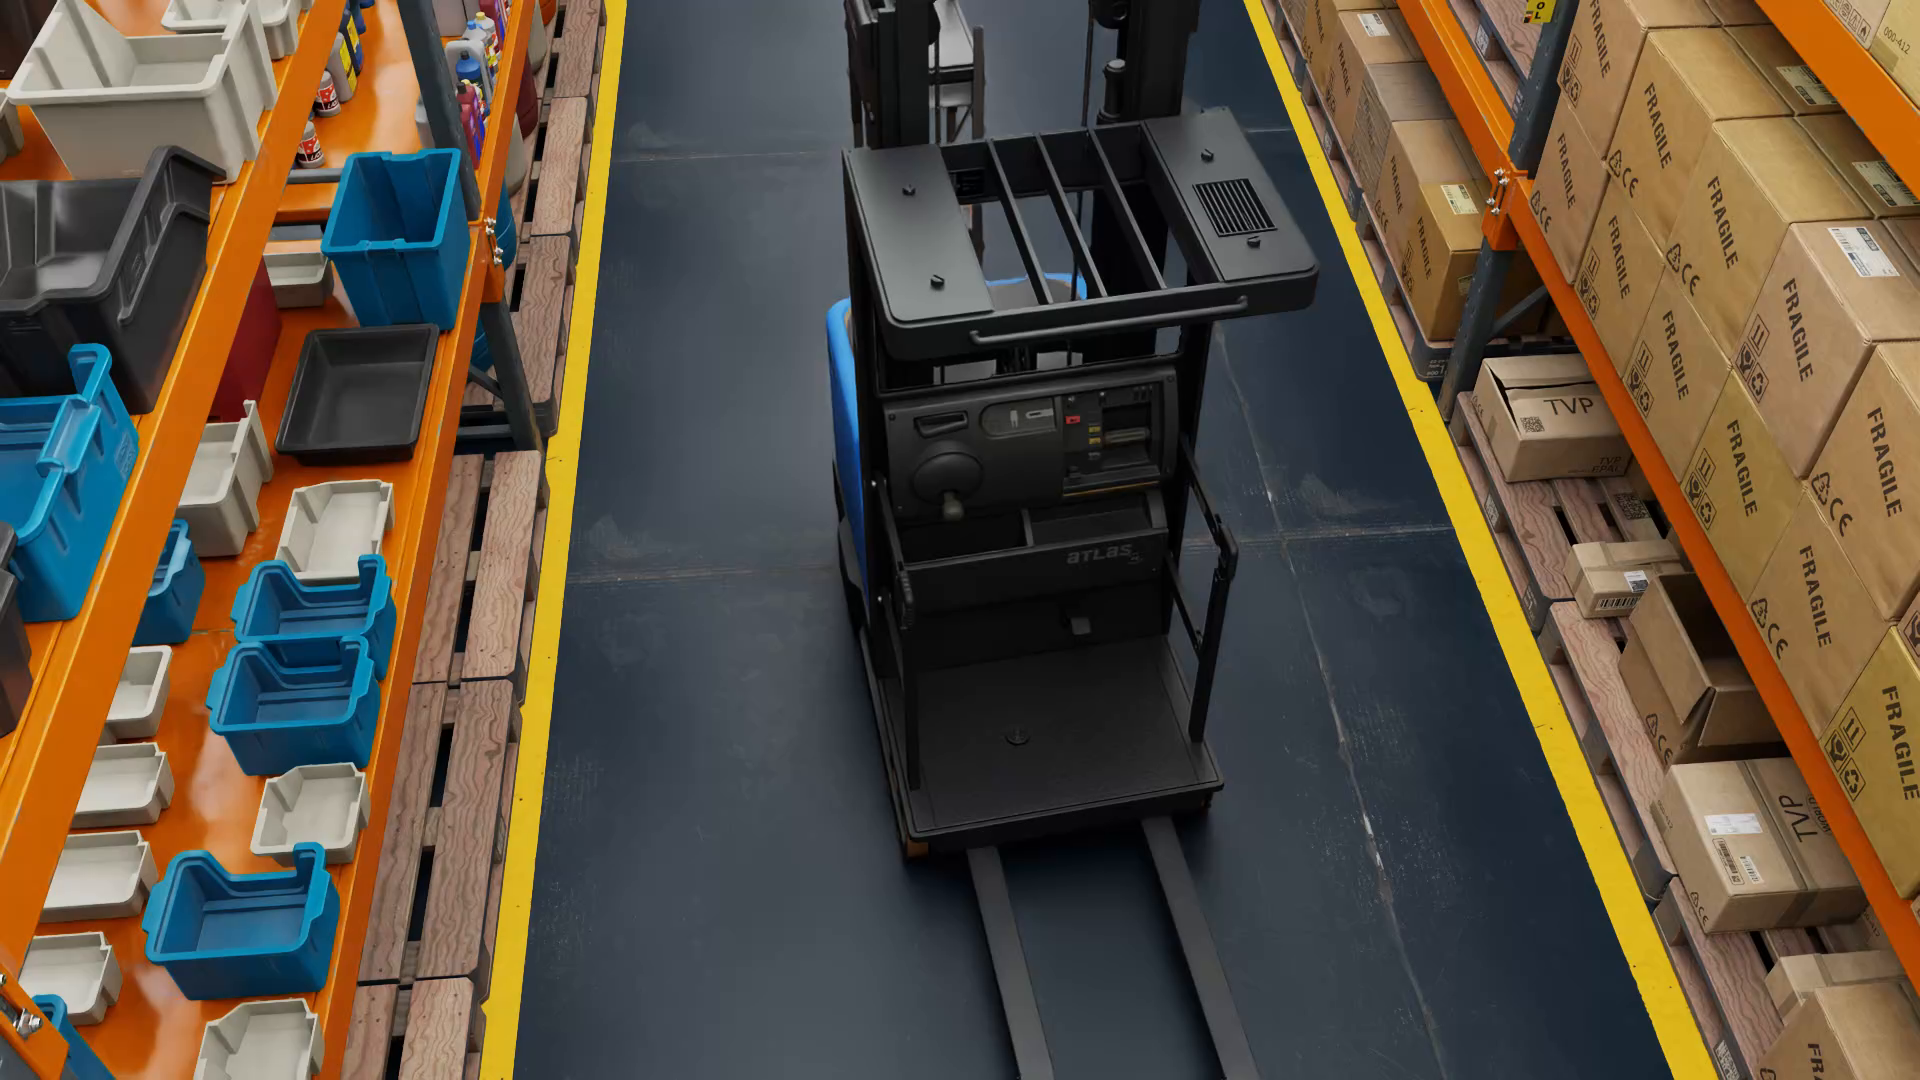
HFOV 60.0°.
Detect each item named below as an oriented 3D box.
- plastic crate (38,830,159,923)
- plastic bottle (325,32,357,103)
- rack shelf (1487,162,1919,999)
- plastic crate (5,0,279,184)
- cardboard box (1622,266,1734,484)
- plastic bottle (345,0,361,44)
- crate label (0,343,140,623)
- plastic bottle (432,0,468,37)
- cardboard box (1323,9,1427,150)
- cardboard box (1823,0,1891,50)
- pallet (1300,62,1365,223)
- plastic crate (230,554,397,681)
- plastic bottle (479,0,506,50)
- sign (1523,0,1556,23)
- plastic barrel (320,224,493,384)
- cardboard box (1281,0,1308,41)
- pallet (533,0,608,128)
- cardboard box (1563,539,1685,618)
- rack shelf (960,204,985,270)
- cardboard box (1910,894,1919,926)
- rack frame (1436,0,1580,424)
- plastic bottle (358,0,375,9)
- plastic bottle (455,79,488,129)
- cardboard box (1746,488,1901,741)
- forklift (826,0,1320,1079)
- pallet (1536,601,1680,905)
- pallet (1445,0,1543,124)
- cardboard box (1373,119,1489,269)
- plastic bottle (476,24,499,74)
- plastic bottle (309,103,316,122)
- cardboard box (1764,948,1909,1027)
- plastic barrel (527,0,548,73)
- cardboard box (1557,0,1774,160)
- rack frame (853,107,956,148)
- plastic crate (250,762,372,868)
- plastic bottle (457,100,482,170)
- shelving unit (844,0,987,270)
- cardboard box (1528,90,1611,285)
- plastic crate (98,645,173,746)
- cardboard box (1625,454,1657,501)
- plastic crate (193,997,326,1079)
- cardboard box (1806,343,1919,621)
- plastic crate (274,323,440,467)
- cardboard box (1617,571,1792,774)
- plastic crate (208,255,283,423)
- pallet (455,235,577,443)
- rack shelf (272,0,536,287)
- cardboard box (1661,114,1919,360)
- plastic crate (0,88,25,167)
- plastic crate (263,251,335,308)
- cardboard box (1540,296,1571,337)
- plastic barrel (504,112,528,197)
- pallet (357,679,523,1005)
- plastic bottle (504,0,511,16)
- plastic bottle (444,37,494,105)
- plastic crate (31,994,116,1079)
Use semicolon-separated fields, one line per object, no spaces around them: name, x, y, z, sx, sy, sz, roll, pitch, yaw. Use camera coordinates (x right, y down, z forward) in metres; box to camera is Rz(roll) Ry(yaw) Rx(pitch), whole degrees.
plastic crate;-2.220;0.849;4.157;0.396;0.136;0.243;-3;47;-3
plastic bottle;-2.556;-1.963;6.713;0.144;0.351;0.185;-3;47;-3
rack shelf;2.807;0.070;5.249;1.077;0.370;4.000;-3;47;-3
plastic crate;-1.839;-1.045;3.826;0.437;0.282;0.530;-3;47;-3
cardboard box;2.497;-0.541;5.264;0.500;0.500;0.500;-4;47;-4
plastic bottle;-2.601;-2.197;6.990;0.097;0.271;0.097;0;47;0
crate label;-1.717;-0.099;2.951;0.408;0.251;0.502;-3;47;-3
plastic bottle;-2.184;-2.302;7.086;0.152;0.276;0.135;-3;47;-3
cardboard box;2.194;-2.344;8.459;0.500;0.500;0.500;-5;47;-5
cardboard box;2.512;-1.513;4.291;0.500;0.250;0.500;-3;47;-3
pallet;2.429;-2.136;8.764;1.003;0.211;1.213;-3;47;-3
plastic crate;-1.789;0.237;4.670;0.416;0.233;0.300;-3;47;-3
plastic bottle;-1.976;-2.219;7.003;0.061;0.283;0.133;-3;47;-3
sign;2.087;-1.986;5.904;0.100;0.325;0.005;-3;47;-3
plastic barrel;-2.325;-1.143;7.059;0.600;0.901;0.708;-3;47;-3
cardboard box;2.108;-3.085;9.161;0.500;0.500;0.500;-5;47;-5
pallet;-2.524;-2.693;9.292;1.003;0.211;1.213;-3;47;-3
cardboard box;2.542;0.141;6.335;0.380;0.166;0.250;-3;47;-3
rack shelf;-0.165;-1.157;6.555;0.431;0.518;0.480;-8;47;-8
cardboard box;2.666;0.928;3.873;0.500;0.500;0.500;-2;47;-2
rack frame;2.640;-1.624;6.359;1.000;3.000;0.127;-3;47;-3
plastic bottle;-2.632;-2.462;7.241;0.097;0.271;0.097;0;47;0
plastic bottle;-1.941;-1.728;6.593;0.097;0.201;0.097;0;47;0
cardboard box;2.583;0.192;4.570;0.500;0.500;0.500;-3;47;-3
forklift;0.274;-0.199;5.056;1.130;2.935;3.031;-8;47;-8
pallet;2.802;0.717;6.063;1.003;0.211;1.213;-3;47;-3
pallet;2.682;-2.143;6.982;1.003;0.211;1.213;-3;47;-3
cardboard box;2.280;-1.614;7.767;0.500;0.500;0.500;-3;47;-3
plastic bottle;-1.977;-2.036;6.886;0.097;0.201;0.097;0;47;0
plastic bottle;-2.682;-1.813;6.623;0.152;0.276;0.135;-3;47;-3
cardboard box;2.740;1.416;5.128;0.380;0.166;0.250;-3;47;-3
plastic barrel;-2.437;-2.753;8.852;0.421;0.512;0.421;0;47;0
cardboard box;2.399;-1.644;5.620;0.500;0.500;0.500;-2;47;-2
rack frame;-0.213;-1.340;6.710;0.400;2.100;0.015;-8;47;-8
plastic crate;-1.655;0.712;4.287;0.250;0.136;0.298;-3;47;-3
plastic bottle;-1.902;-1.577;6.394;0.061;0.283;0.133;-3;47;-3
shelving unit;-0.165;-1.167;6.545;0.431;2.100;0.503;-8;47;-8
cardboard box;2.411;-1.273;5.957;0.500;0.500;0.500;-2;47;-2
plastic crate;-2.311;0.436;4.548;0.298;0.136;0.250;-3;47;-3
cardboard box;2.970;-0.521;6.732;0.500;0.500;0.500;-3;47;-3
plastic crate;-1.598;1.203;3.822;0.250;0.136;0.298;-3;47;-3
cardboard box;2.572;-0.154;4.209;0.500;0.500;0.500;-2;47;-2
plastic crate;-1.935;-0.458;5.403;0.437;0.125;0.590;-3;47;-3
cardboard box;2.802;0.442;5.818;0.797;0.503;0.637;-3;47;-3
plastic crate;-2.471;-0.707;5.405;0.402;0.464;0.583;-3;47;-3
pallet;-2.319;-0.928;7.620;1.003;0.211;1.213;-3;47;-3
rack shelf;-2.464;-2.525;7.708;1.077;0.370;4.000;-3;47;-3
cardboard box;2.485;-0.899;4.915;0.500;0.500;0.500;-5;47;-4
plastic crate;-2.382;-0.852;3.743;0.437;0.136;0.530;-3;47;-3
plastic crate;-2.400;-0.910;5.823;0.396;0.136;0.243;-3;47;-3
cardboard box;2.842;-1.281;7.452;0.500;0.500;0.500;-5;47;-5
plastic barrel;-2.342;-1.936;8.078;0.421;0.512;0.421;0;47;0
pallet;-2.091;1.048;5.749;1.003;0.211;1.213;-3;47;-3
plastic bottle;-2.015;-2.371;7.203;0.097;0.201;0.097;0;47;0
plastic bottle;-1.986;-1.906;6.711;0.152;0.276;0.135;-3;47;-3
plastic crate;-2.176;1.305;3.519;0.616;0.435;0.499;-3;47;-3
